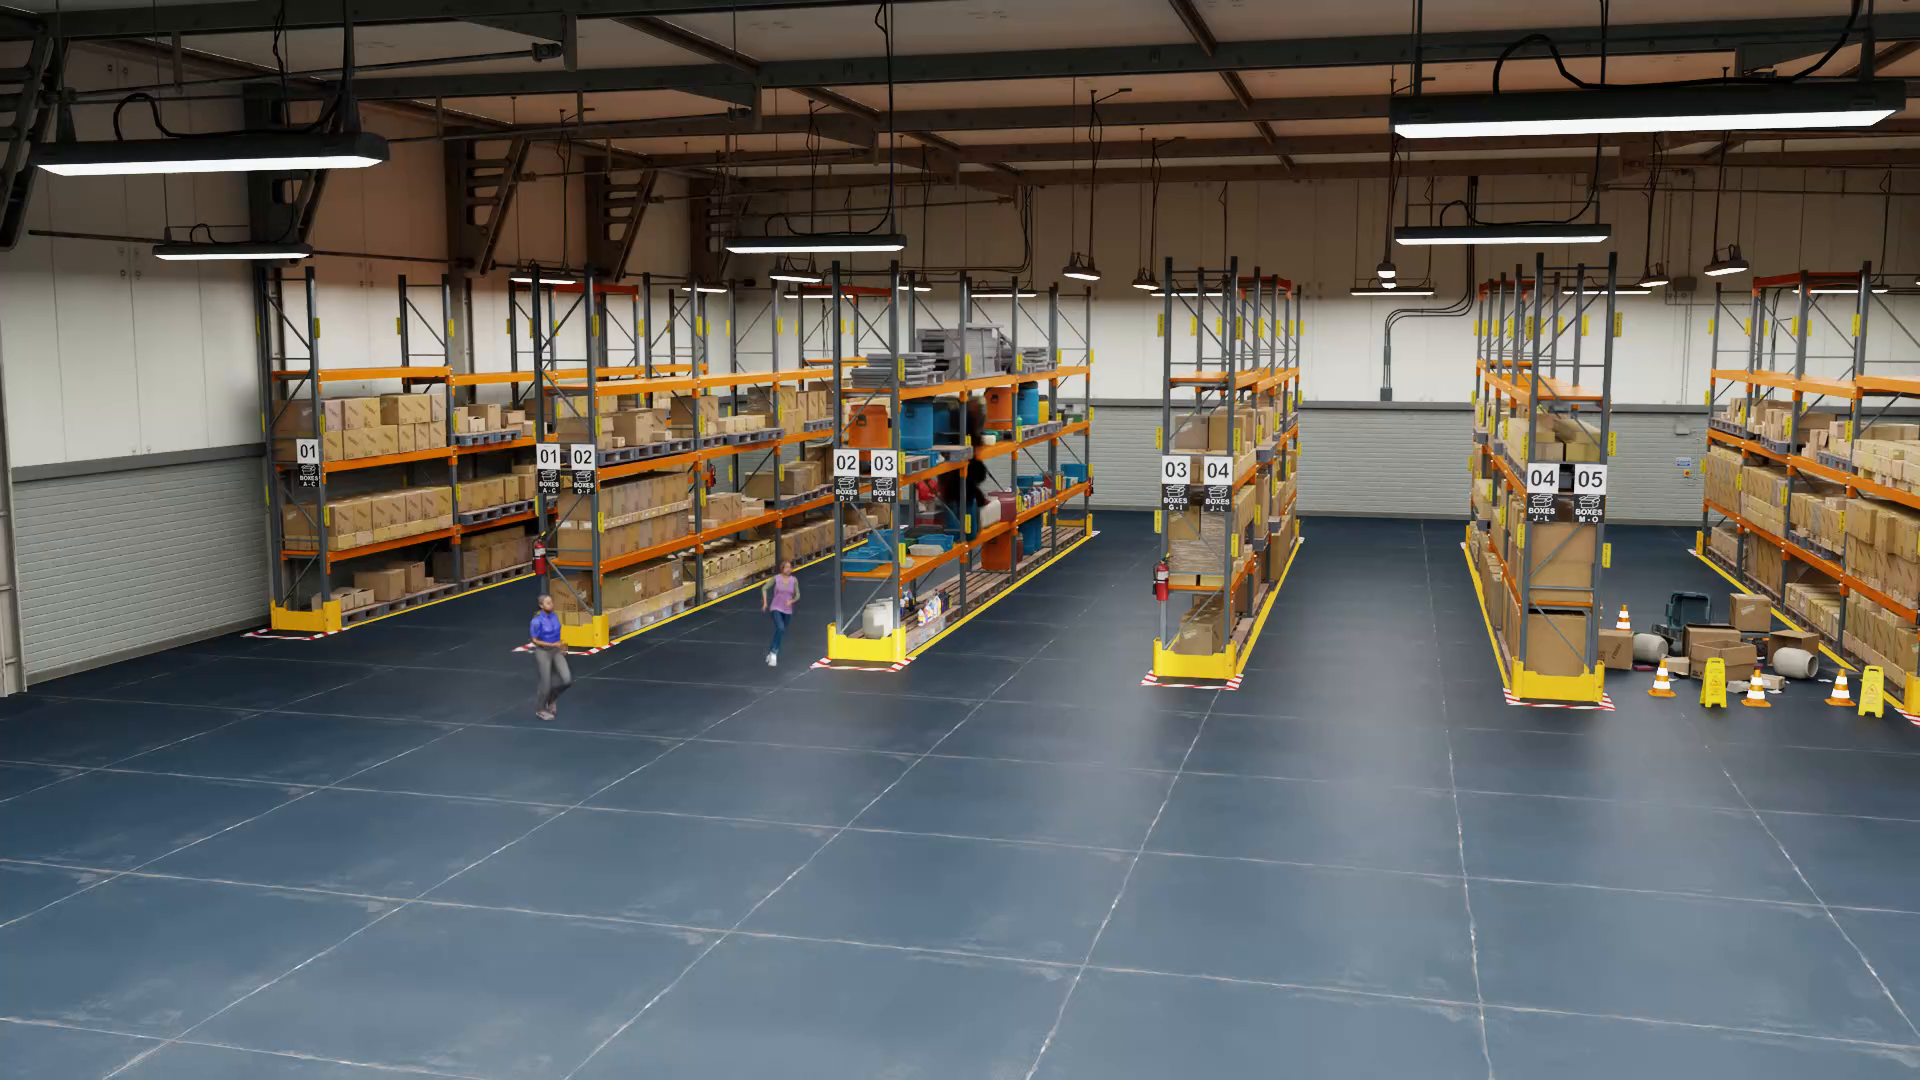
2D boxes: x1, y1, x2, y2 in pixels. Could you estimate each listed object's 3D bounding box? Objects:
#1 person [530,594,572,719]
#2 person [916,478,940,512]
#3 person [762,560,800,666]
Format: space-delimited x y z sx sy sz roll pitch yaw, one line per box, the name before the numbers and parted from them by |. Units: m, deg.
person | -5.230 1.499 21.324 0.587 1.619 0.558 5 9 35
person | -0.769 -0.767 38.886 0.629 1.790 0.854 0 7 1
person | -2.646 1.075 24.806 0.530 1.538 0.622 -3 8 -22
